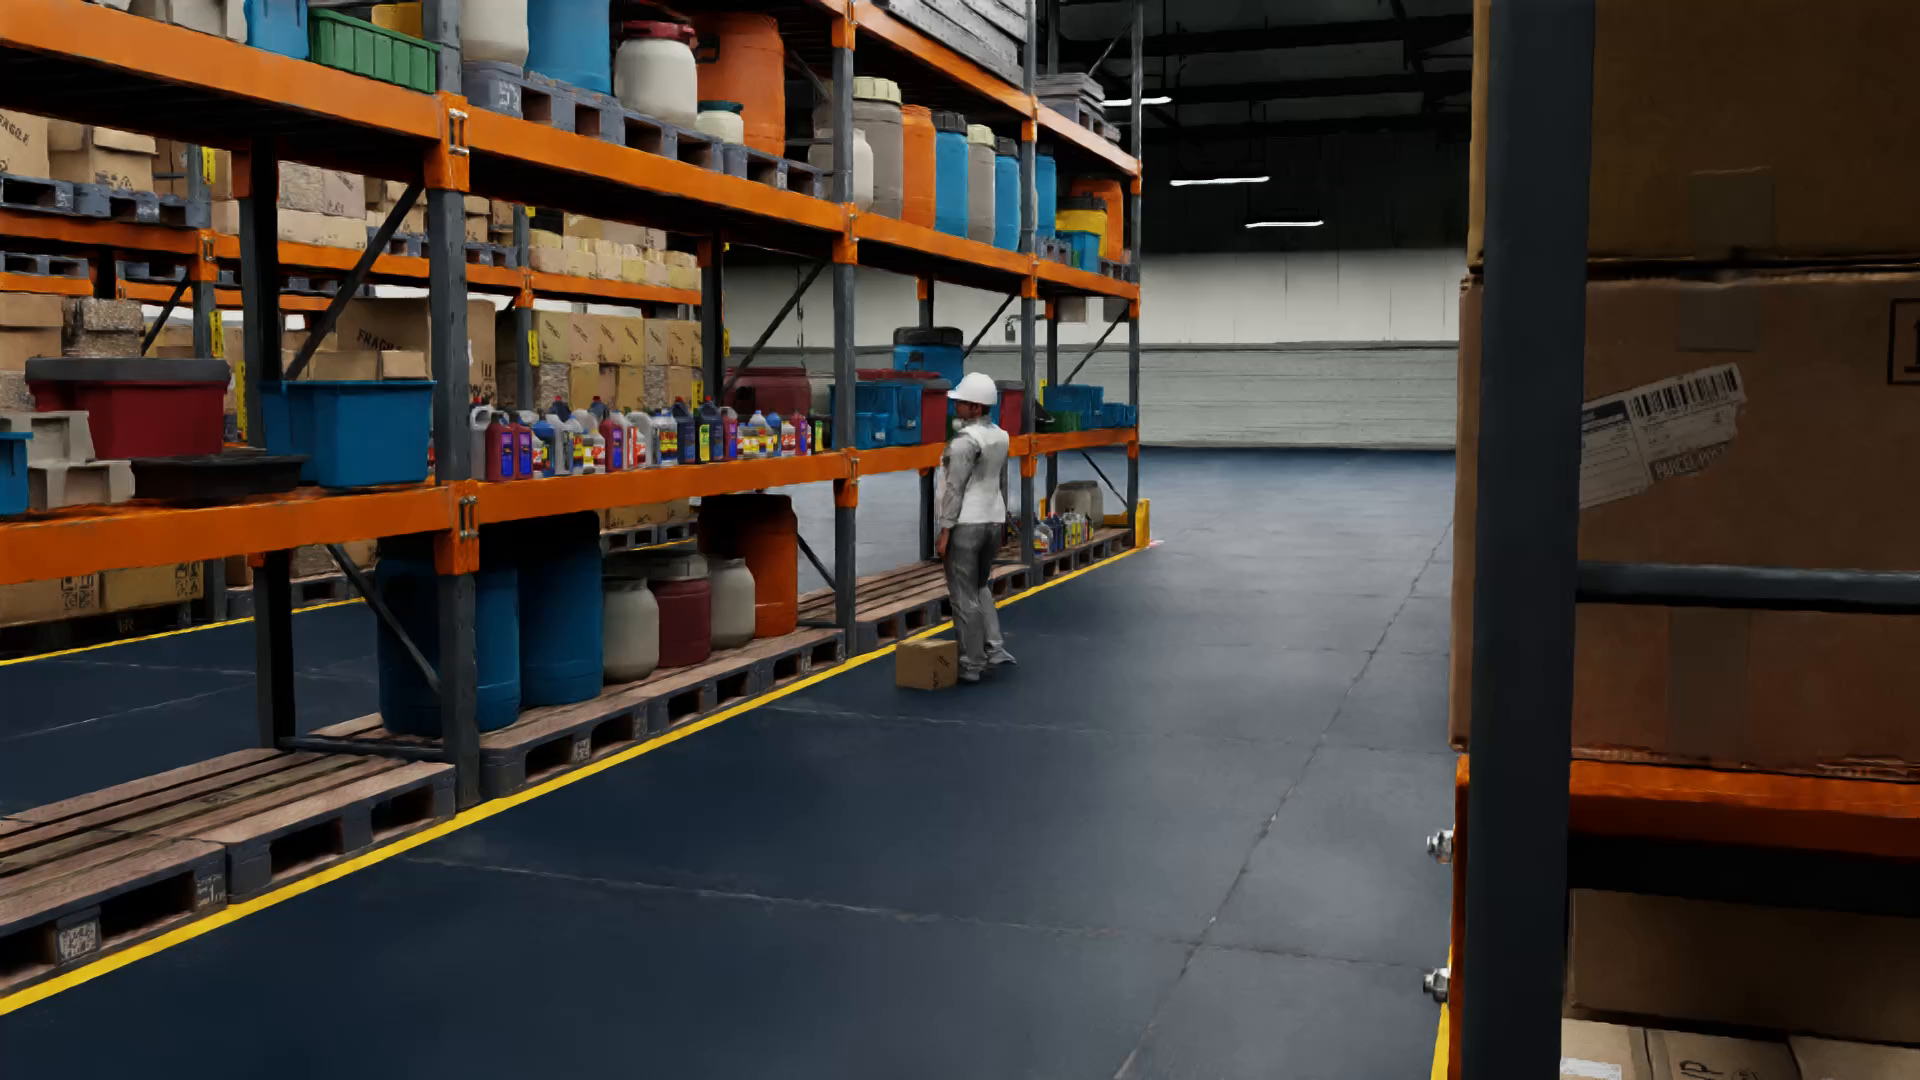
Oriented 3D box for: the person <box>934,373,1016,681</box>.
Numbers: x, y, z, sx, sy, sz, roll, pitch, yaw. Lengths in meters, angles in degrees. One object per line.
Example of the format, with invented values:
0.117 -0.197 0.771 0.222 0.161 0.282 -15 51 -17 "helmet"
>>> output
0.066 -0.076 9.661 0.386 1.762 0.585 4 6 35 "person"
